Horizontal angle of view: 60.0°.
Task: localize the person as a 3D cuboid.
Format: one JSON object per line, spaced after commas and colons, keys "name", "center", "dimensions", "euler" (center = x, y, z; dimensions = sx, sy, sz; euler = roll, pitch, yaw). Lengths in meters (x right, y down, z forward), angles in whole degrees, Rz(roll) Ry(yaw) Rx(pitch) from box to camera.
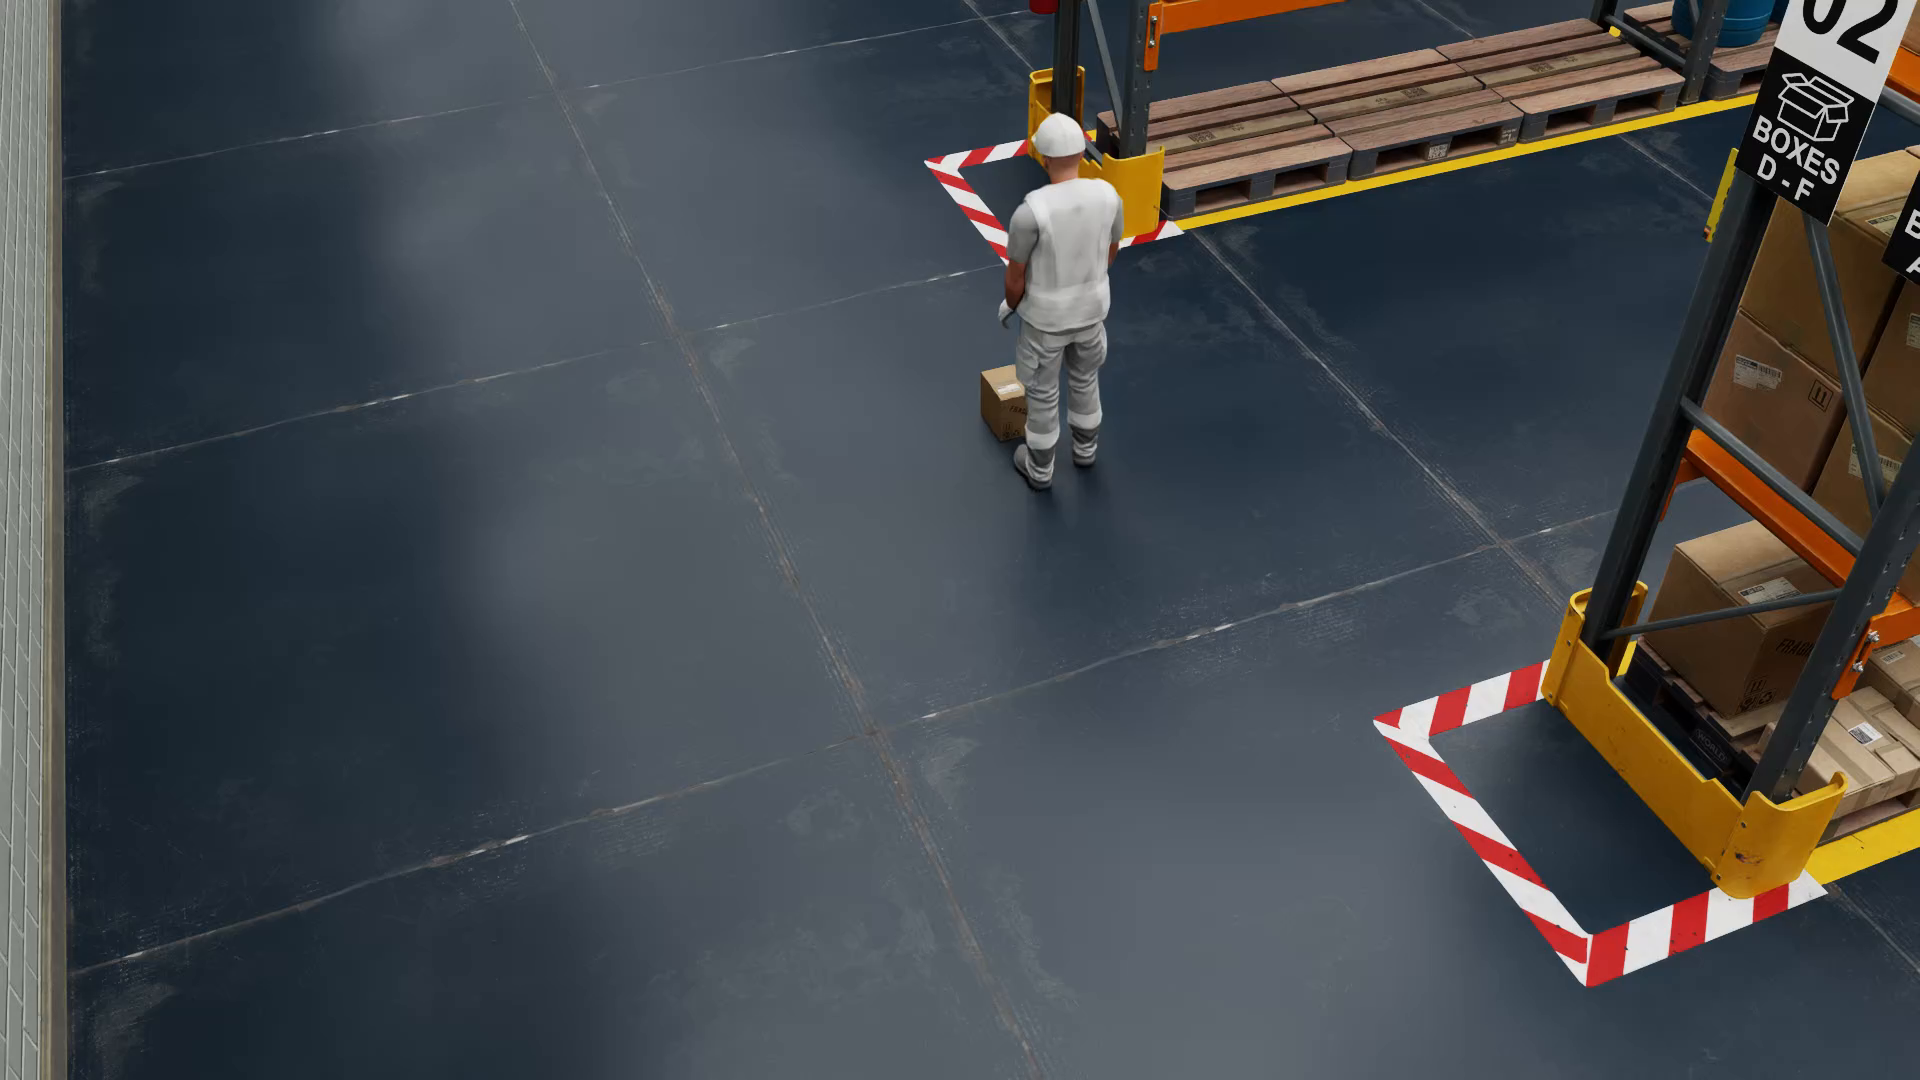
{"name": "person", "center": [0.436, -1.007, 7.299], "dimensions": [0.560, 1.815, 0.459], "euler": [-16, 44, -17]}
